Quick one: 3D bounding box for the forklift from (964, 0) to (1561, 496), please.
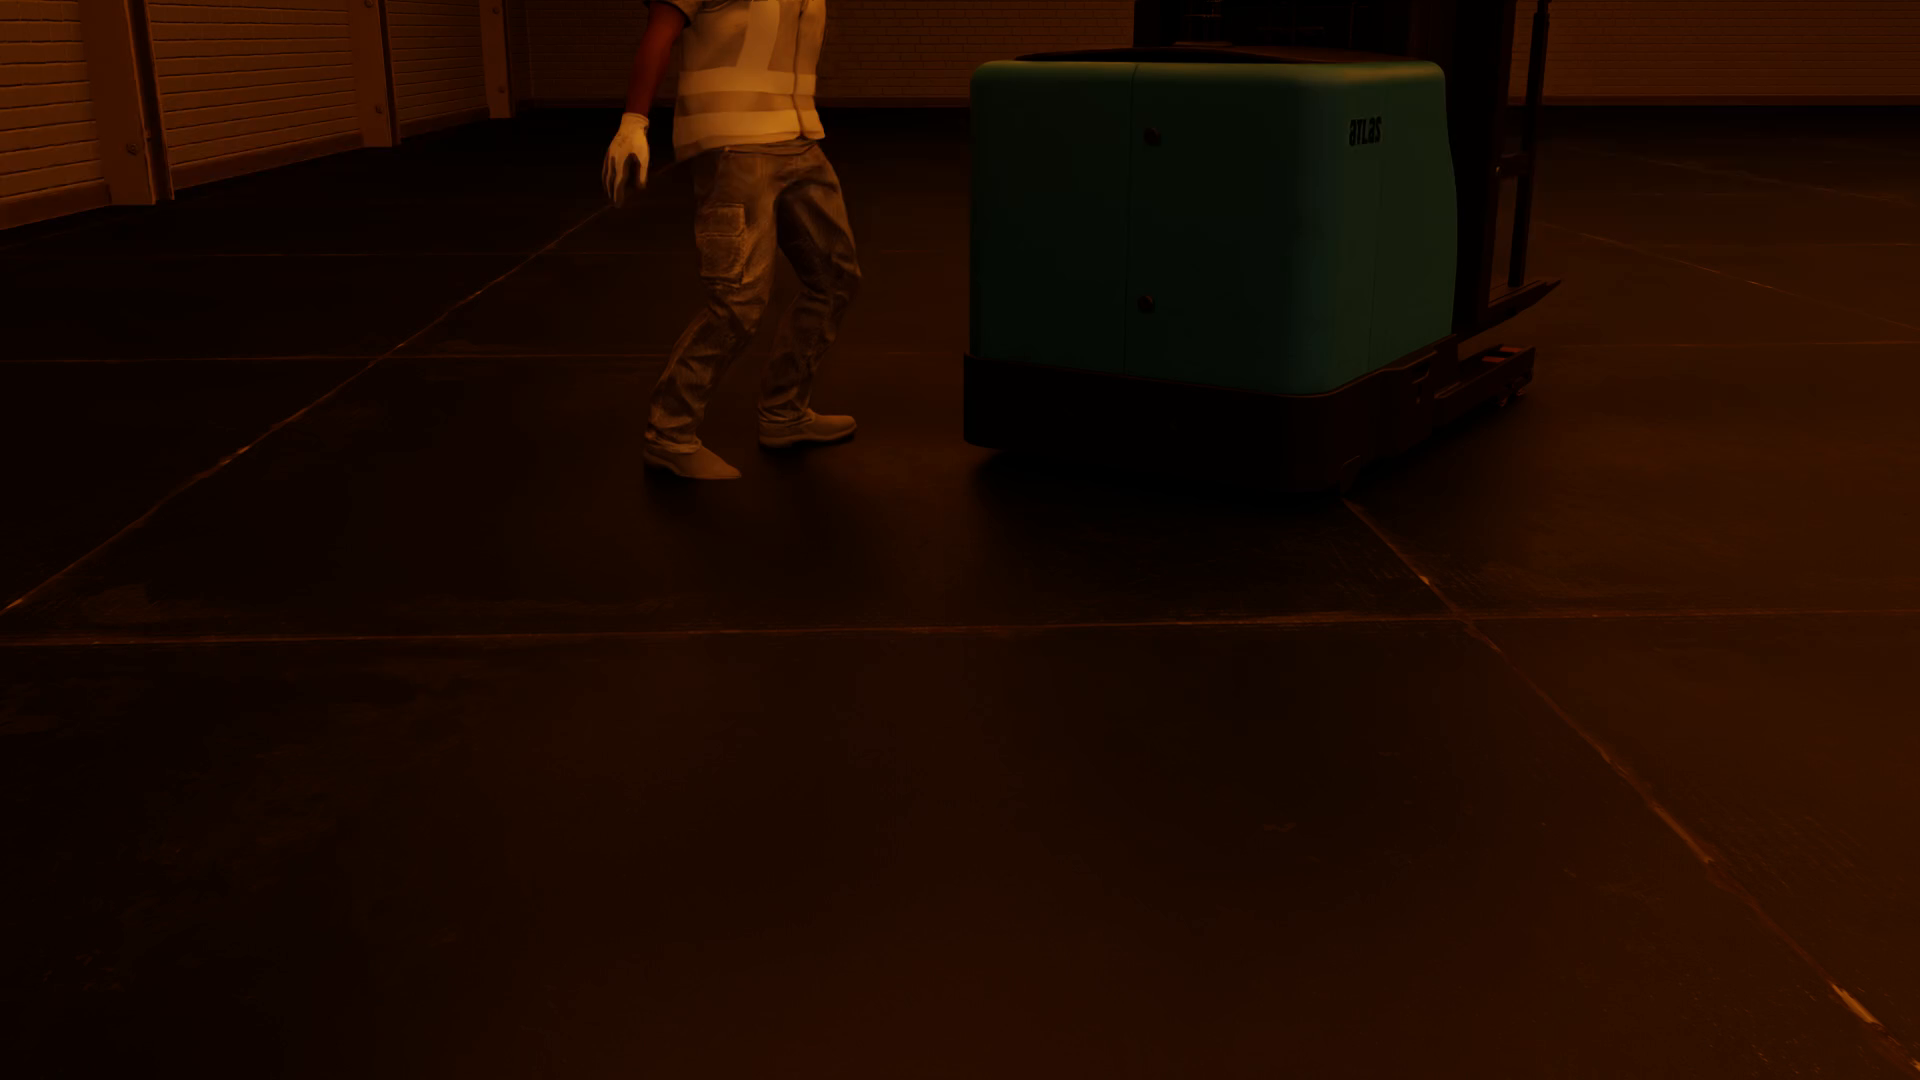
[{"bbox_3d":[1.234,-1.890,5.085,1.130,2.935,3.031,11,20,31],"label":"forklift"}]

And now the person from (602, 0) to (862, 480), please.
[{"bbox_3d":[-0.587,-1.012,4.350,0.486,1.741,0.907,8,19,25],"label":"person"}]
